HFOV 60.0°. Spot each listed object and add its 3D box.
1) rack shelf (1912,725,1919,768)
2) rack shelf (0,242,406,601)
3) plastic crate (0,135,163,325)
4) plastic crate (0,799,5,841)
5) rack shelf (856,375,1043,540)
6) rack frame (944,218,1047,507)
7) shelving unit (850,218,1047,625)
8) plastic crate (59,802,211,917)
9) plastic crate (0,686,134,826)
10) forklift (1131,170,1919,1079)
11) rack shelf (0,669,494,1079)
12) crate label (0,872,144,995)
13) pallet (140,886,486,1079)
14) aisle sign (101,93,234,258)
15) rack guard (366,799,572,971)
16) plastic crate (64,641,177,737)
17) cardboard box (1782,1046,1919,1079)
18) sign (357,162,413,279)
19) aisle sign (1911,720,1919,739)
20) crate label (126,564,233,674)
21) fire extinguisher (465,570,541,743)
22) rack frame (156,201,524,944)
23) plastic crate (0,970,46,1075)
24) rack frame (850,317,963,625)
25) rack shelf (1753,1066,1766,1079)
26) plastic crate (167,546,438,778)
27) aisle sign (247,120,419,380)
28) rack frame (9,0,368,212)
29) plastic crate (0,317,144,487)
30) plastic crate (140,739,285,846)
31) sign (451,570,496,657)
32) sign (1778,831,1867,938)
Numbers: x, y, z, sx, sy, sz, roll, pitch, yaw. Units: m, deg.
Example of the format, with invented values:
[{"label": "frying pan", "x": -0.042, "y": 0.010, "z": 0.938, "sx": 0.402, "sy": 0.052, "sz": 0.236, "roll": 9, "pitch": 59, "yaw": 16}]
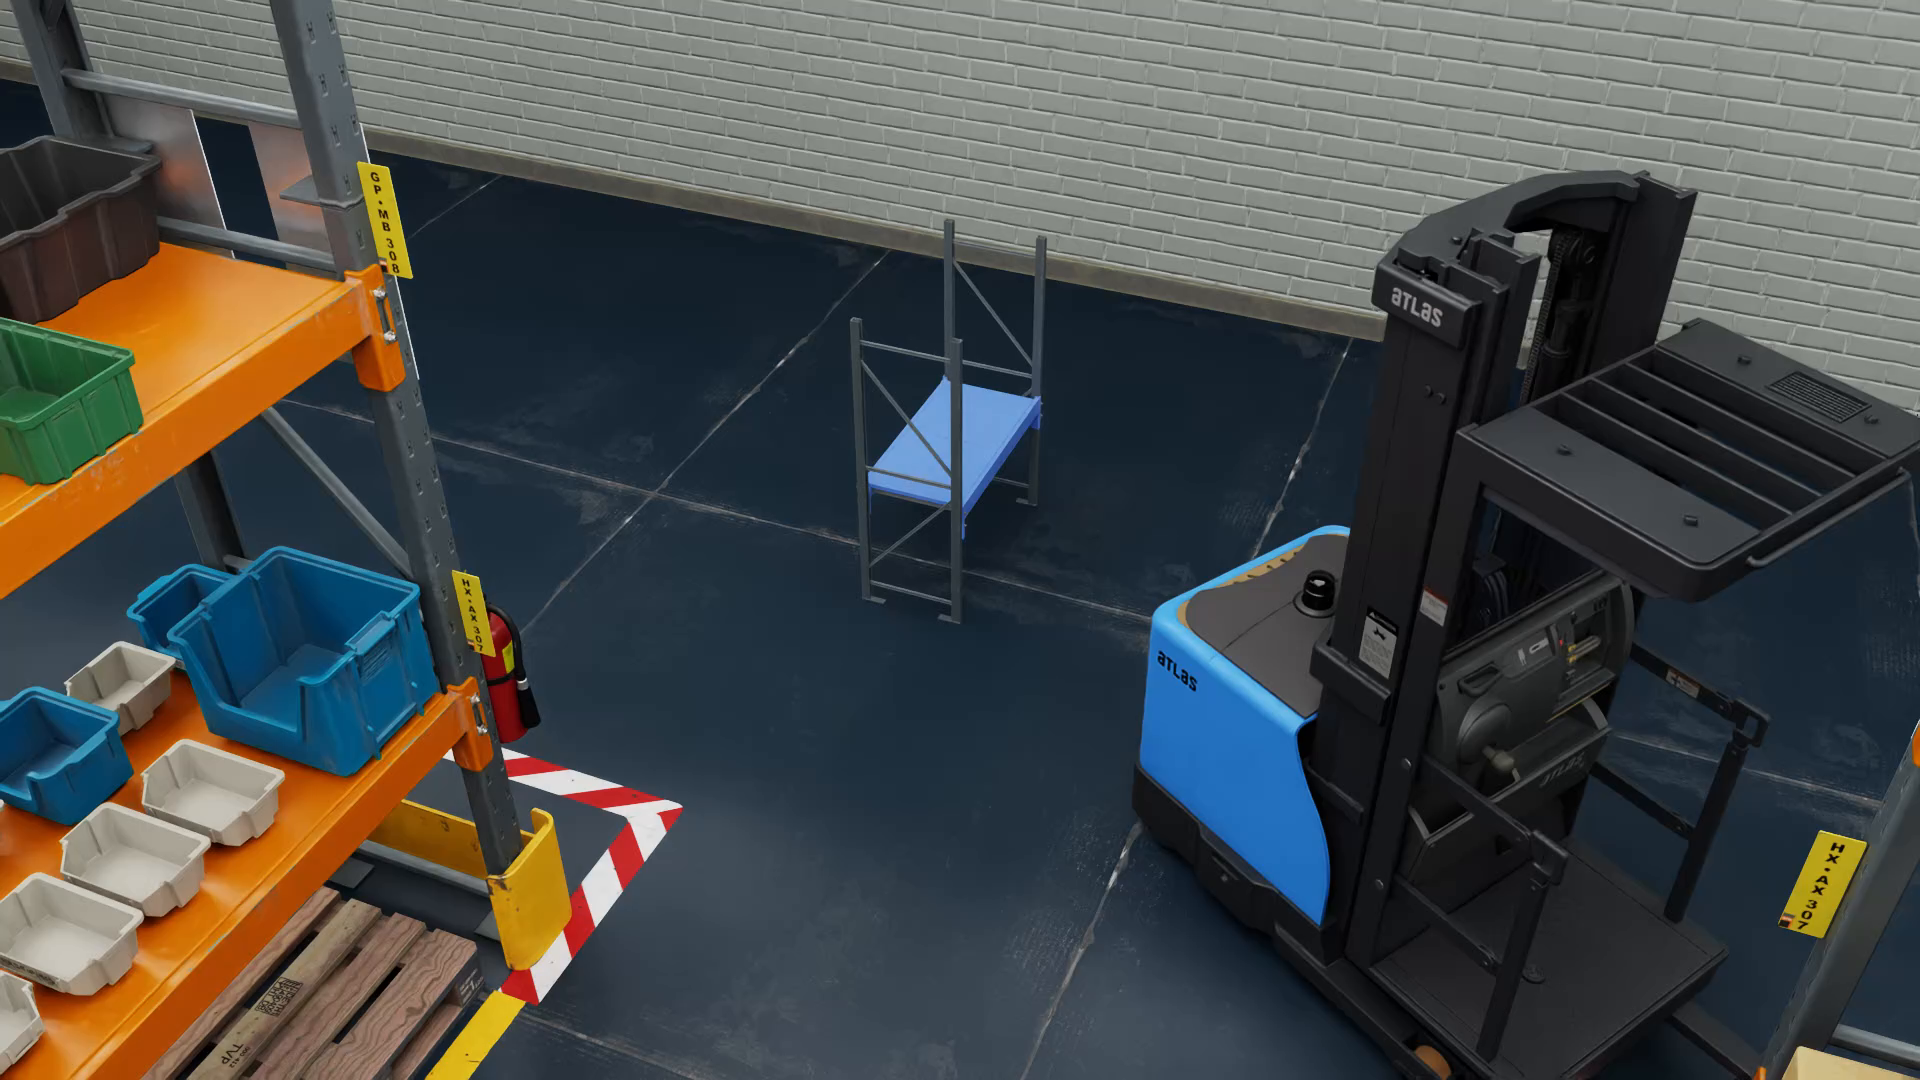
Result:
[{"label": "rack shelf", "x": 1.758, "y": 1.508, "z": 1.823, "sx": 1.077, "sy": 0.370, "sz": 4.000, "roll": 14, "pitch": 39, "yaw": 18}, {"label": "rack shelf", "x": -2.822, "y": 0.380, "z": 3.332, "sx": 1.077, "sy": 0.370, "sz": 4.000, "roll": 14, "pitch": 39, "yaw": 18}, {"label": "plastic crate", "x": -2.465, "y": -0.814, "z": 4.437, "sx": 0.497, "sy": 0.269, "sz": 0.590, "roll": 14, "pitch": 39, "yaw": 18}, {"label": "plastic crate", "x": -2.916, "y": 0.863, "z": 4.760, "sx": 0.250, "sy": 0.136, "sz": 0.298, "roll": 14, "pitch": 39, "yaw": 18}, {"label": "rack shelf", "x": -0.032, "y": -0.409, "z": 7.845, "sx": 0.538, "sy": 0.185, "sz": 1.000, "roll": 14, "pitch": 39, "yaw": 18}, {"label": "rack frame", "x": 0.161, "y": -0.835, "z": 8.114, "sx": 0.500, "sy": 1.500, "sz": 0.032, "roll": 14, "pitch": 39, "yaw": 18}, {"label": "shelving unit", "x": -0.032, "y": -0.554, "z": 7.738, "sx": 0.538, "sy": 1.500, "sz": 1.048, "roll": 14, "pitch": 39, "yaw": 18}, {"label": "plastic crate", "x": -2.328, "y": 0.917, "z": 4.688, "sx": 0.396, "sy": 0.136, "sz": 0.243, "roll": 14, "pitch": 39, "yaw": 18}, {"label": "plastic crate", "x": -2.710, "y": 0.655, "z": 4.958, "sx": 0.416, "sy": 0.233, "sz": 0.300, "roll": 14, "pitch": 39, "yaw": 18}, {"label": "forklift", "x": 1.956, "y": 0.489, "z": 5.148, "sx": 1.130, "sy": 2.935, "sz": 3.031, "roll": -23, "pitch": 43, "yaw": -28}, {"label": "rack shelf", "x": -2.822, "y": 1.581, "z": 4.230, "sx": 1.077, "sy": 0.370, "sz": 4.000, "roll": 14, "pitch": 39, "yaw": 18}, {"label": "crate label", "x": -2.411, "y": 1.077, "z": 4.474, "sx": 0.396, "sy": 0.136, "sz": 0.243, "roll": 14, "pitch": 39, "yaw": 18}, {"label": "pallet", "x": -2.411, "y": 1.750, "z": 5.732, "sx": 1.003, "sy": 0.211, "sz": 1.213, "roll": 14, "pitch": 39, "yaw": 18}, {"label": "aisle sign", "x": -2.309, "y": -0.963, "z": 4.862, "sx": 0.394, "sy": 0.787, "sz": 0.004, "roll": 14, "pitch": 39, "yaw": 18}, {"label": "rack guard", "x": -2.064, "y": 1.171, "z": 6.266, "sx": 1.175, "sy": 0.500, "sz": 0.348, "roll": 14, "pitch": 39, "yaw": 18}, {"label": "plastic crate", "x": -2.658, "y": 0.488, "z": 5.262, "sx": 0.250, "sy": 0.136, "sz": 0.298, "roll": 14, "pitch": 39, "yaw": 18}, {"label": "cardboard box", "x": 2.087, "y": 1.459, "z": 3.669, "sx": 0.500, "sy": 0.250, "sz": 0.500, "roll": 13, "pitch": 39, "yaw": 17}, {"label": "sign", "x": -1.546, "y": -0.858, "z": 4.474, "sx": 0.100, "sy": 0.325, "sz": 0.005, "roll": 14, "pitch": 39, "yaw": 18}, {"label": "aisle sign", "x": 2.269, "y": 0.164, "z": 3.353, "sx": 0.394, "sy": 0.787, "sz": 0.004, "roll": 14, "pitch": 39, "yaw": 18}, {"label": "crate label", "x": -2.460, "y": 0.290, "z": 5.446, "sx": 0.416, "sy": 0.233, "sz": 0.303, "roll": 14, "pitch": 39, "yaw": 18}, {"label": "fire extinguisher", "x": -1.584, "y": 0.386, "z": 5.604, "sx": 0.296, "sy": 0.674, "sz": 0.183, "roll": 14, "pitch": 39, "yaw": 18}, {"label": "rack frame", "x": -2.061, "y": 0.186, "z": 5.496, "sx": 1.000, "sy": 3.000, "sz": 0.127, "roll": 14, "pitch": 39, "yaw": 18}, {"label": "plastic crate", "x": -2.507, "y": 1.245, "z": 4.249, "sx": 0.298, "sy": 0.136, "sz": 0.250, "roll": 14, "pitch": 39, "yaw": 18}, {"label": "rack frame", "x": -0.226, "y": -0.272, "z": 7.361, "sx": 0.500, "sy": 1.500, "sz": 0.032, "roll": 14, "pitch": 39, "yaw": 18}, {"label": "rack shelf", "x": 1.758, "y": 2.709, "z": 2.721, "sx": 1.077, "sy": 0.370, "sz": 4.000, "roll": 14, "pitch": 39, "yaw": 18}, {"label": "plastic crate", "x": -2.016, "y": 0.375, "z": 5.163, "sx": 0.616, "sy": 0.435, "sz": 0.499, "roll": 14, "pitch": 39, "yaw": 18}, {"label": "aisle sign", "x": -1.763, "y": -0.829, "z": 4.682, "sx": 0.394, "sy": 0.787, "sz": 0.004, "roll": 14, "pitch": 39, "yaw": 18}, {"label": "rack frame", "x": -2.061, "y": -2.217, "z": 3.700, "sx": 1.000, "sy": 3.000, "sz": 0.127, "roll": 14, "pitch": 39, "yaw": 18}, {"label": "plastic crate", "x": -2.172, "y": -0.320, "z": 3.844, "sx": 0.450, "sy": 0.188, "sz": 0.336, "roll": 14, "pitch": 39, "yaw": 18}, {"label": "plastic crate", "x": -2.204, "y": 0.760, "z": 4.898, "sx": 0.396, "sy": 0.136, "sz": 0.243, "roll": 14, "pitch": 39, "yaw": 18}, {"label": "sign", "x": -1.546, "y": 0.237, "z": 5.292, "sx": 0.100, "sy": 0.325, "sz": 0.005, "roll": 14, "pitch": 39, "yaw": 18}, {"label": "sign", "x": 2.008, "y": 0.806, "z": 3.877, "sx": 0.100, "sy": 0.325, "sz": 0.005, "roll": 14, "pitch": 39, "yaw": 18}]
